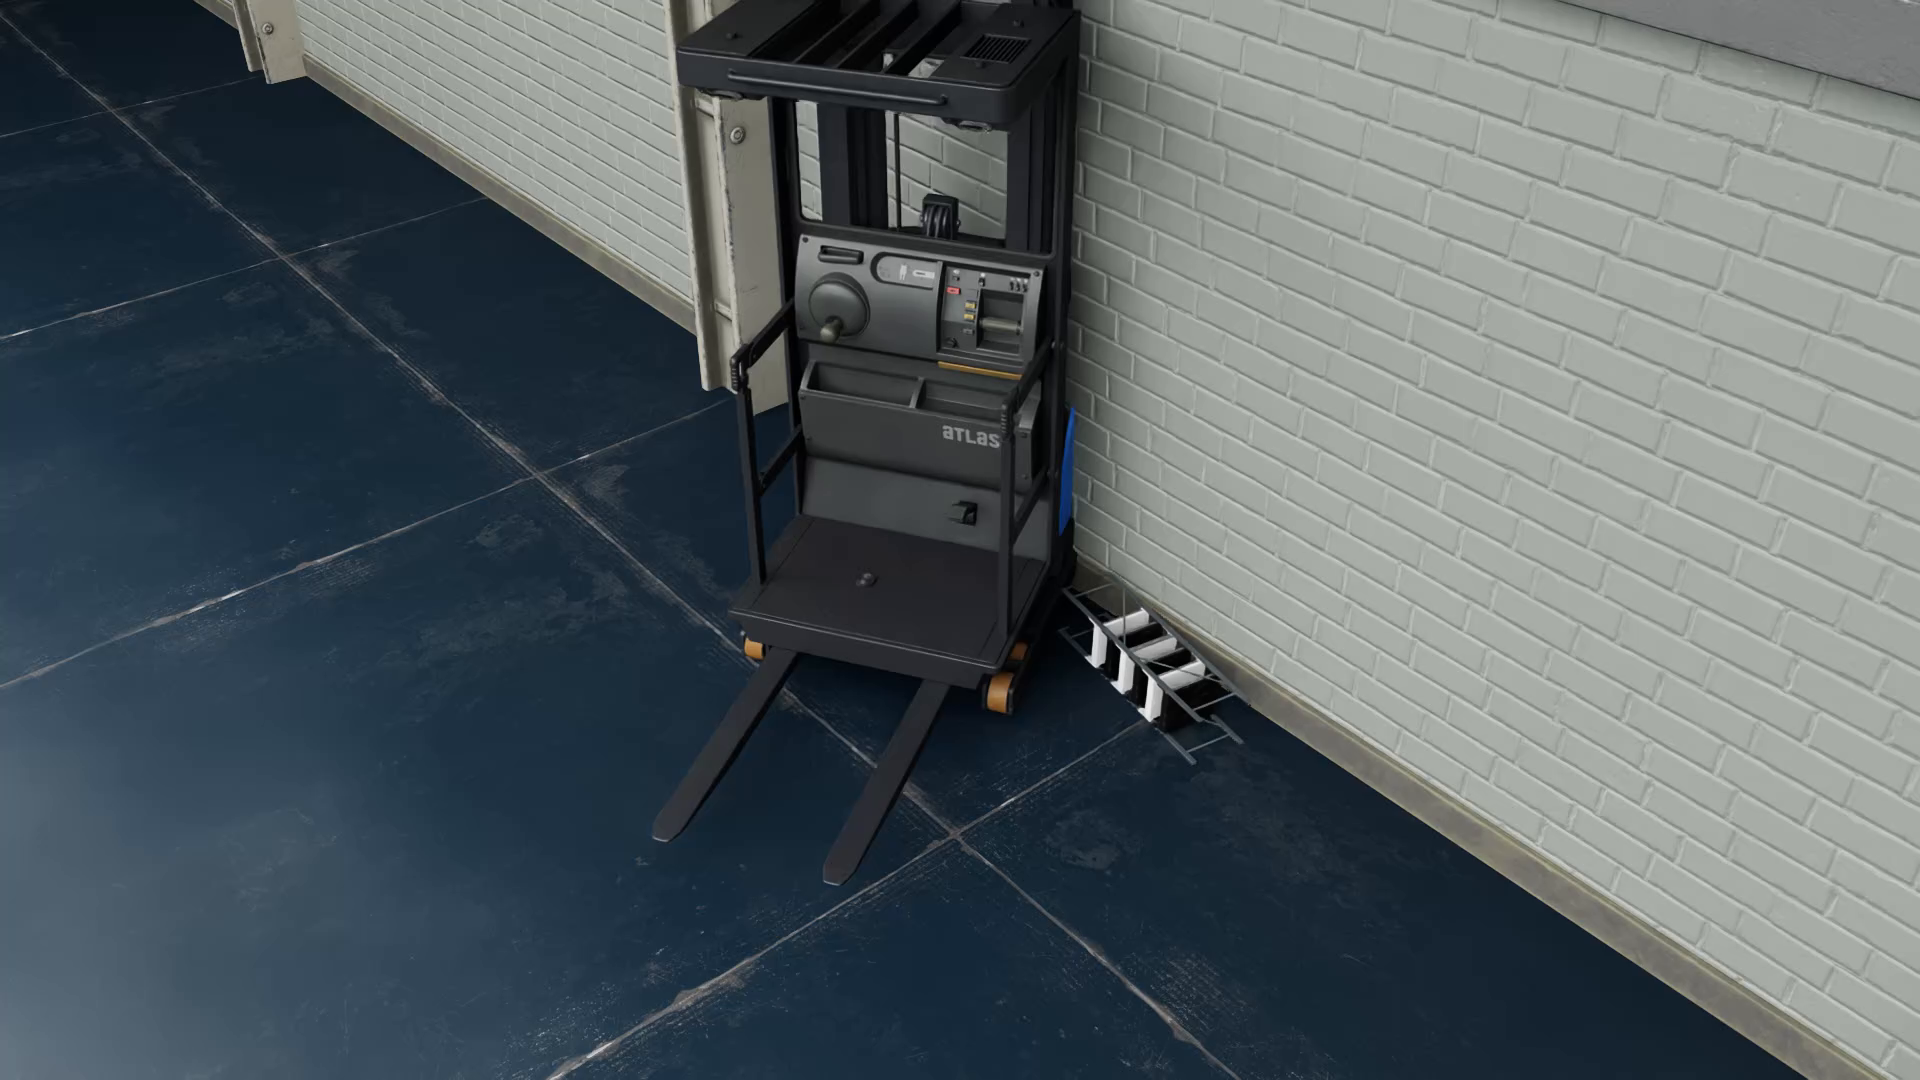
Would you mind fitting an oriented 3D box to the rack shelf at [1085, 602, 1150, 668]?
[{"bbox_3d":[0.621,0.368,6.534,0.258,0.200,0.077,-18,39,-25],"label":"rack shelf"}]

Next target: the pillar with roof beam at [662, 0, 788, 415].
[{"bbox_3d":[-4.339,-2.804,3.423,9.100,9.000,0.400,-26,43,-32],"label":"pillar with roof beam"}]

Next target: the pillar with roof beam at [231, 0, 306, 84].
[{"bbox_3d":[-8.211,-5.453,7.164,9.100,9.000,0.400,-26,43,-32],"label":"pillar with roof beam"}]

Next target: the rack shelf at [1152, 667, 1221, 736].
[{"bbox_3d":[0.849,0.596,6.220,0.258,0.200,0.077,-18,39,-25],"label":"rack shelf"}]

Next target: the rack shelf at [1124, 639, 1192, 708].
[{"bbox_3d":[0.757,0.505,6.345,0.258,0.200,0.077,-18,39,-25],"label":"rack shelf"}]

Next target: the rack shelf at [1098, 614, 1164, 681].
[{"bbox_3d":[0.666,0.414,6.471,0.258,0.200,0.077,-18,39,-25],"label":"rack shelf"}]

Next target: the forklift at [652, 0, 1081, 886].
[{"bbox_3d":[-0.221,-0.801,5.845,1.130,2.935,3.031,11,37,15],"label":"forklift"}]

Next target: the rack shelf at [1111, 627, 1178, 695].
[{"bbox_3d":[0.712,0.459,6.408,0.258,0.200,0.077,-18,39,-25],"label":"rack shelf"}]

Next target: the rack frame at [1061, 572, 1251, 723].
[{"bbox_3d":[0.731,0.393,6.326,0.240,0.006,0.900,-18,39,-25],"label":"rack frame"}]

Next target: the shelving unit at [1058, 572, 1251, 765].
[{"bbox_3d":[0.729,0.476,6.385,0.258,0.210,0.900,-18,39,-25],"label":"shelving unit"}]

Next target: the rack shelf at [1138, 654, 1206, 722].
[{"bbox_3d":[0.803,0.550,6.282,0.258,0.200,0.077,-18,39,-25],"label":"rack shelf"}]

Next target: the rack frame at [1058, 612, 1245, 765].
[{"bbox_3d":[0.726,0.559,6.443,0.240,0.006,0.900,-18,39,-25],"label":"rack frame"}]
